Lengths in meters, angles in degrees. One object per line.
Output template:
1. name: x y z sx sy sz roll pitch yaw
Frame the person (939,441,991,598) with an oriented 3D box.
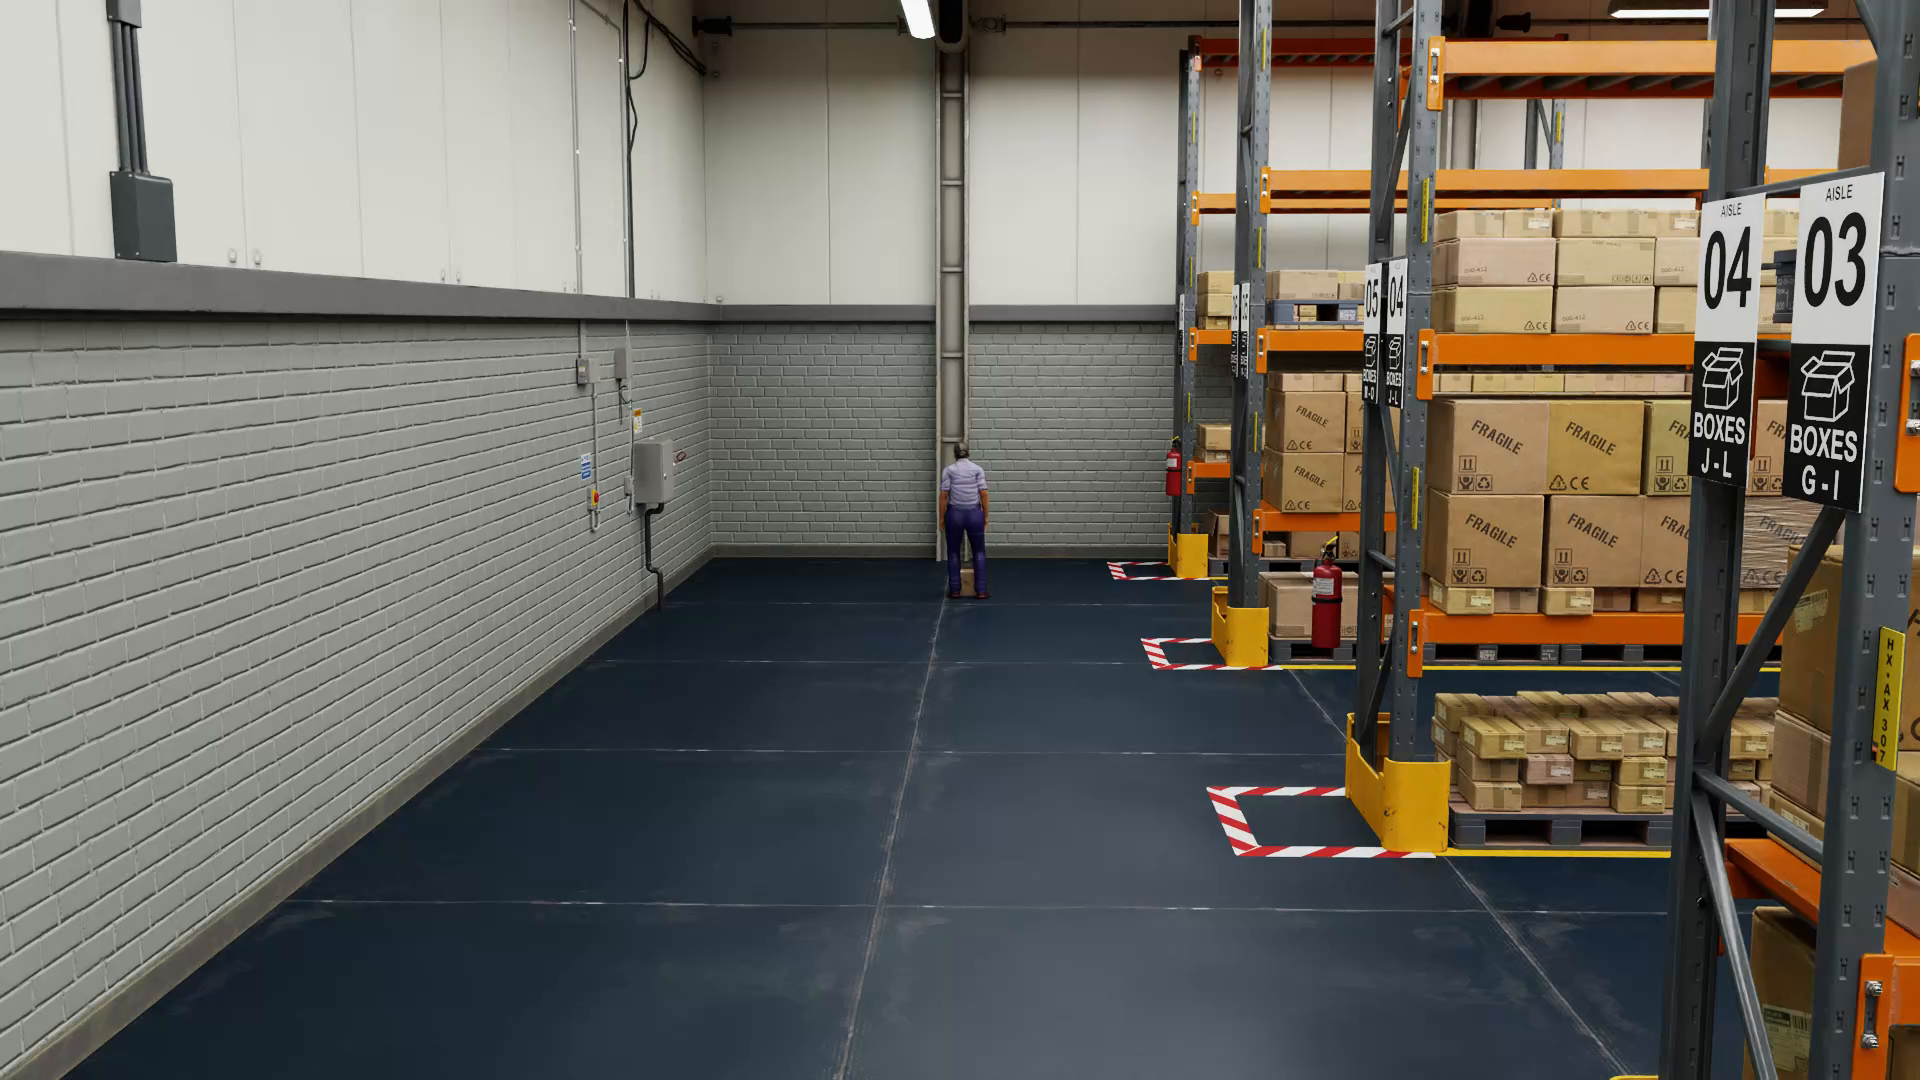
1. person: 0.055 -0.213 17.464 0.552 1.651 0.425 0 7 -2
